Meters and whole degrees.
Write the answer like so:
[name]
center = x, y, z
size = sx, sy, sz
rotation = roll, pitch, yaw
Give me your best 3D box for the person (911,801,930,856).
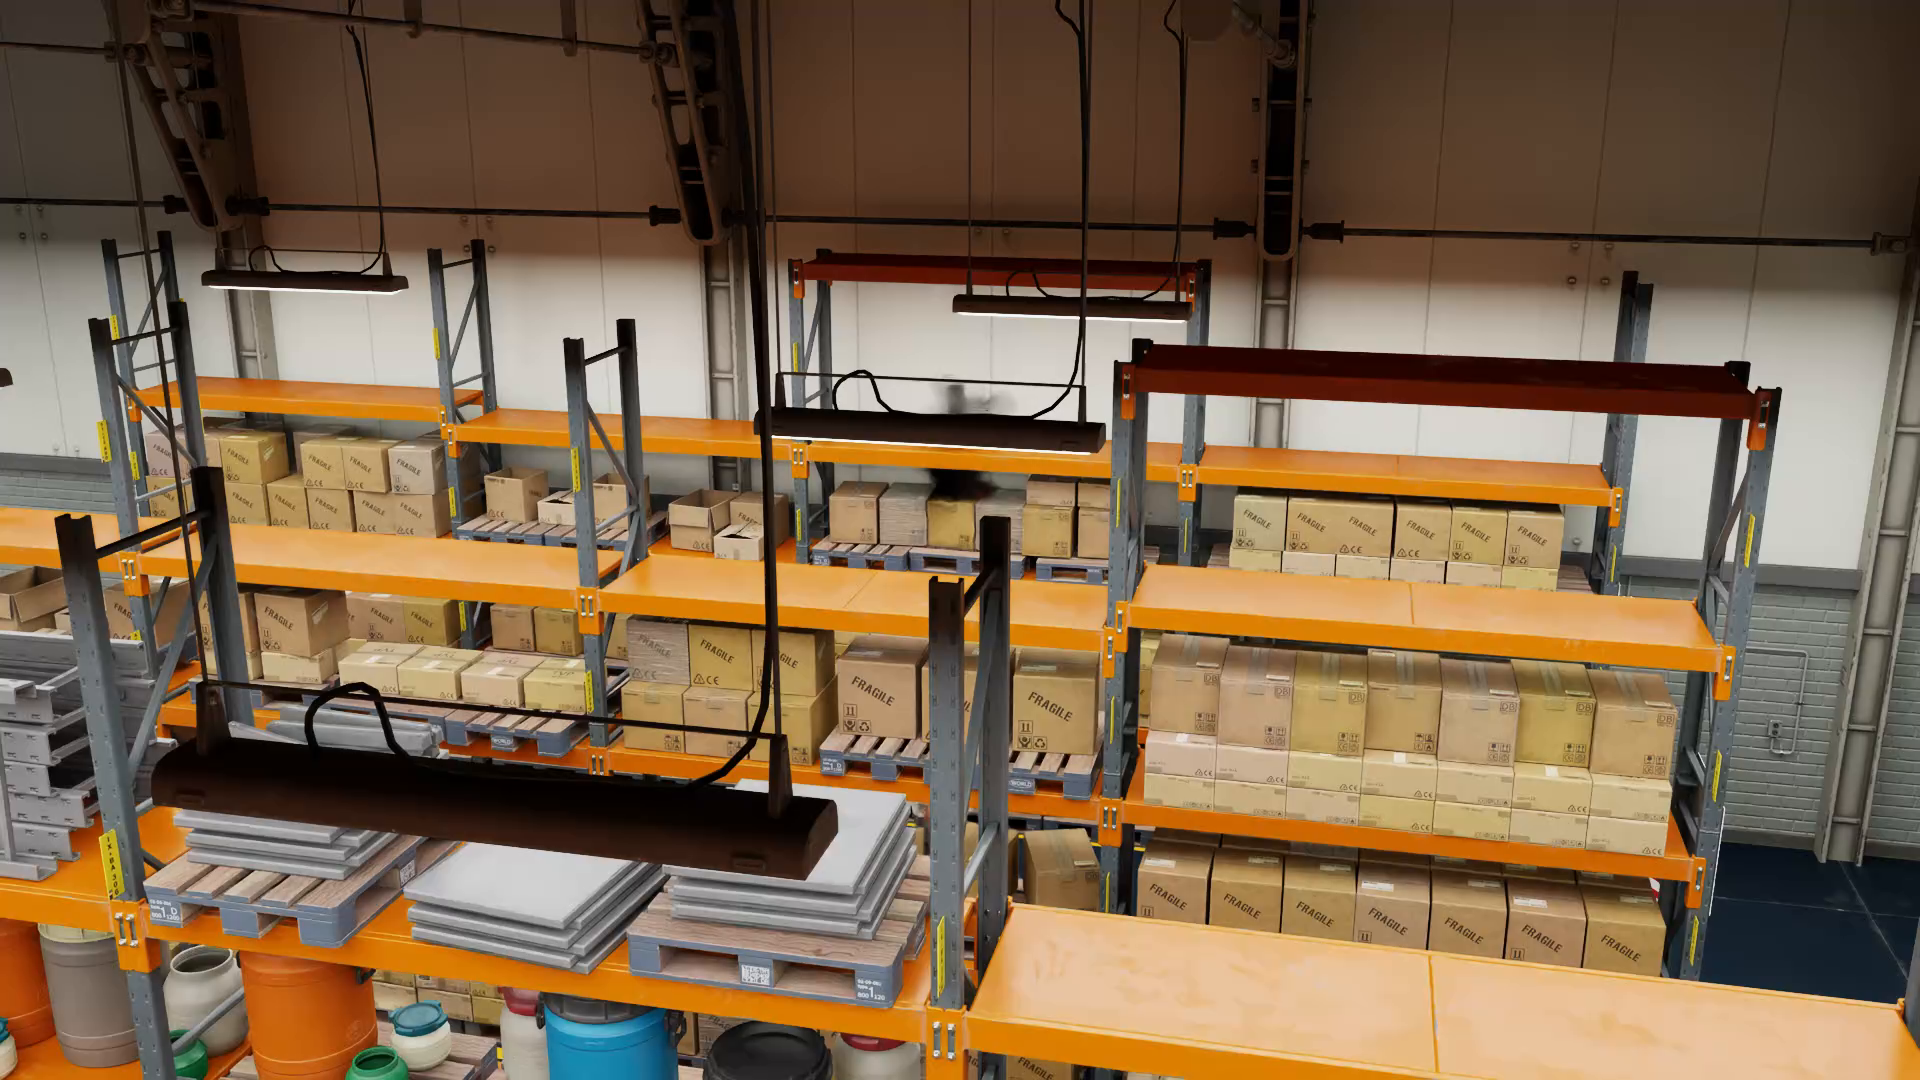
[person]
center = -0.276, 2.567, 15.493
size = 0.739, 1.891, 0.673
rotation = 3, 17, 10
